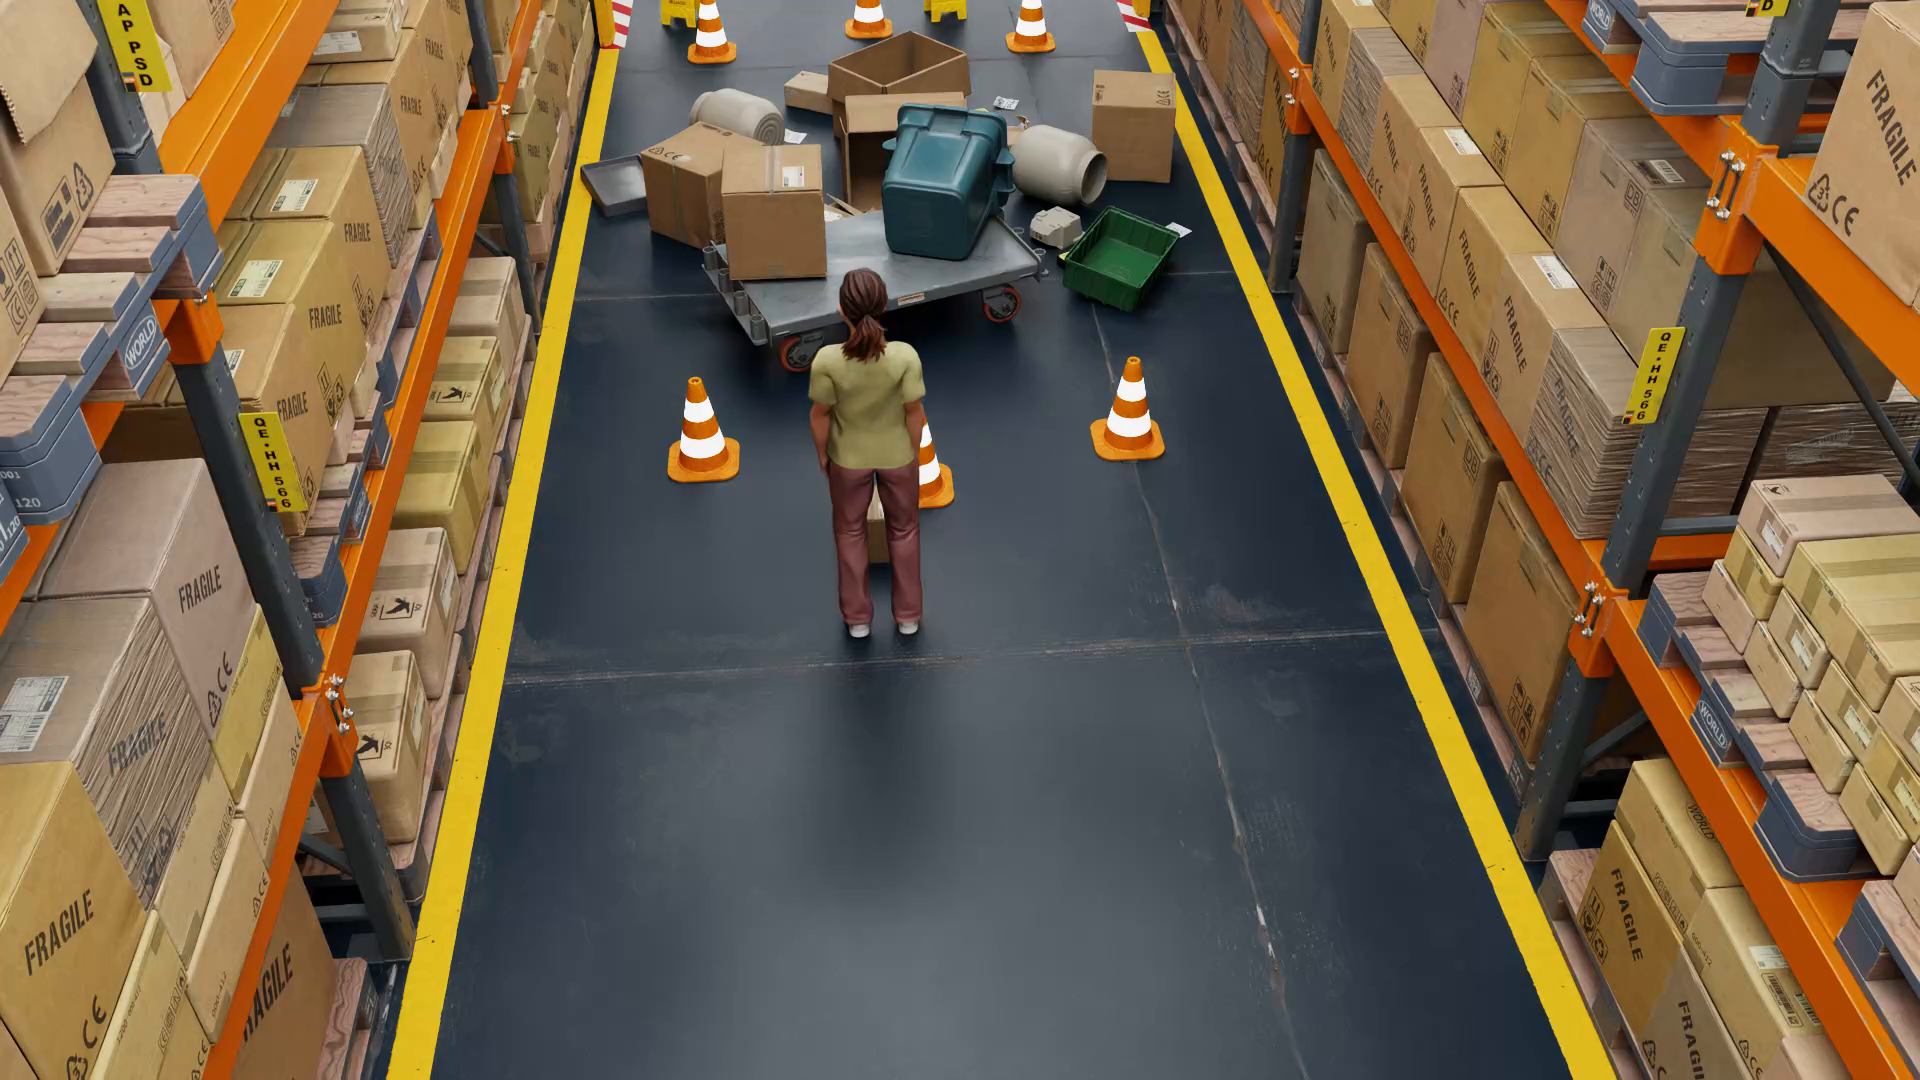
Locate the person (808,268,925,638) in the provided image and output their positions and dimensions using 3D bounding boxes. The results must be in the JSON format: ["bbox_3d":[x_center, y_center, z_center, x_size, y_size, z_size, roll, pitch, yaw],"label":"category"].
[{"bbox_3d":[-0.355,-0.312,6.545,0.445,1.673,0.363,-2,39,-3],"label":"person"}]
